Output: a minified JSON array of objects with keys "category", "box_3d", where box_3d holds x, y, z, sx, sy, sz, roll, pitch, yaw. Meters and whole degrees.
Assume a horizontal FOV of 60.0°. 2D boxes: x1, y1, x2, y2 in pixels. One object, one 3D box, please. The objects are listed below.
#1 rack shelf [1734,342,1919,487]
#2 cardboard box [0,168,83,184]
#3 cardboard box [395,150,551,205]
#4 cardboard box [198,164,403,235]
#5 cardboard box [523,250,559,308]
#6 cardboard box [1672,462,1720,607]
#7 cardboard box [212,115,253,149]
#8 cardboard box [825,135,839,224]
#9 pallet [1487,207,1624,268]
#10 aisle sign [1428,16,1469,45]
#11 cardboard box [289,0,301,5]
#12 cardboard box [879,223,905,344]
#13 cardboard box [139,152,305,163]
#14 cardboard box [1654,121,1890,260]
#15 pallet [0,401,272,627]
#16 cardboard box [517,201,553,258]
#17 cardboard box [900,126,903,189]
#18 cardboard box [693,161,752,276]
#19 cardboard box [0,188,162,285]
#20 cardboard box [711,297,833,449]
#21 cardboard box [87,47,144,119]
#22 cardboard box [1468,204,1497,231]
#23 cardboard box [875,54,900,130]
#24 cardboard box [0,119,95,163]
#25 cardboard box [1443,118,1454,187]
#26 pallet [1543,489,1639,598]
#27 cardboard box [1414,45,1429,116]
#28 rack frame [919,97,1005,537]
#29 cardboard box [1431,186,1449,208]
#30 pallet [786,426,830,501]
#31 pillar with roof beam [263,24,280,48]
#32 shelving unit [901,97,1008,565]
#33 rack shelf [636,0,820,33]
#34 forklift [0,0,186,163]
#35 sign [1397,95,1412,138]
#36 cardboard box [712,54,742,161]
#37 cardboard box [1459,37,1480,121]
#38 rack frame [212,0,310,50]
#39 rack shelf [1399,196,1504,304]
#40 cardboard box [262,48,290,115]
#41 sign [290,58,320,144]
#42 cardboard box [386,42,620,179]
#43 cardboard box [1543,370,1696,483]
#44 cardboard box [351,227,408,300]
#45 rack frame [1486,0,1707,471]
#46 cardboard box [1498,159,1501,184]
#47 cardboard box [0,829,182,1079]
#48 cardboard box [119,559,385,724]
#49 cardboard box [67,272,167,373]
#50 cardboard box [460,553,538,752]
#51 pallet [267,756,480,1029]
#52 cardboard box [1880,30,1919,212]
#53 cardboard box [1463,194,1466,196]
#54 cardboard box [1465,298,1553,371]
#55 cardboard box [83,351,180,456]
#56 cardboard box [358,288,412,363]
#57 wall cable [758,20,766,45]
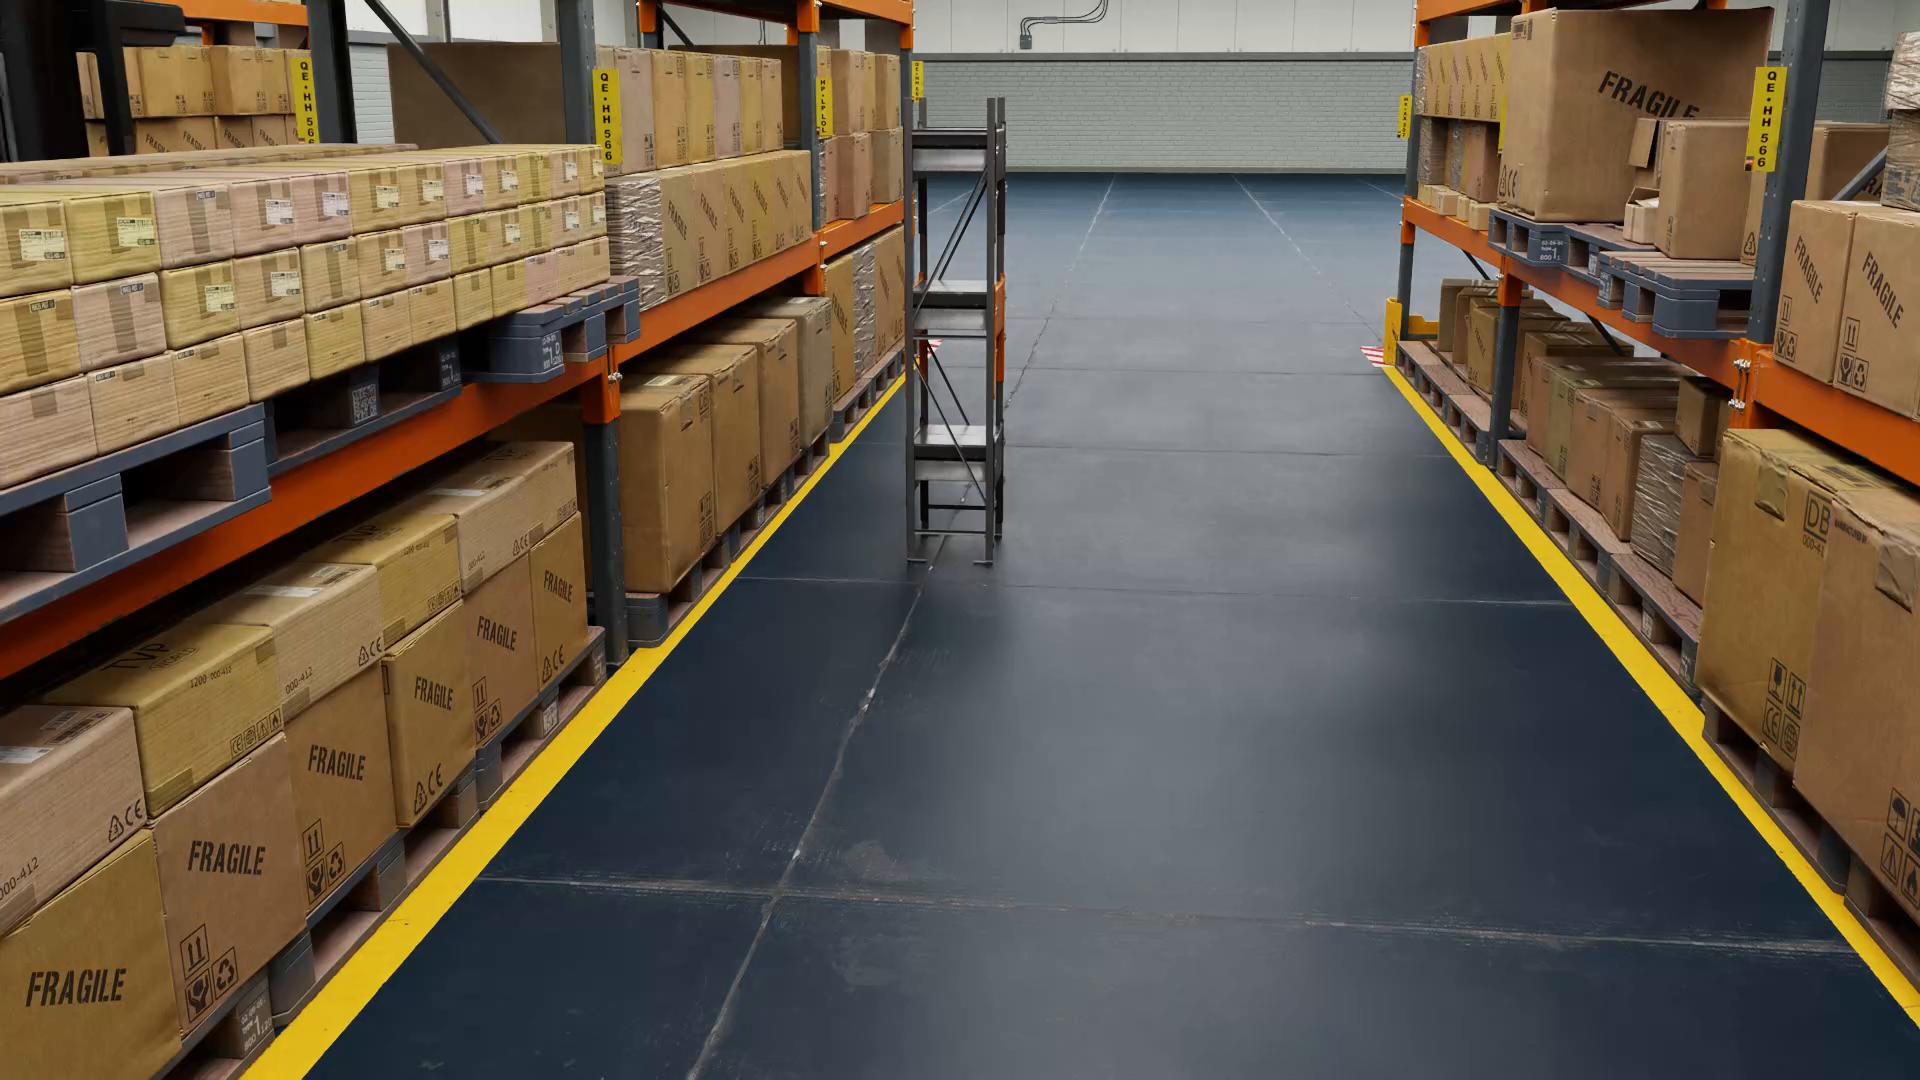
[{"category":"rack shelf","box_3d":[2.904,0.052,3.603,1.077,0.370,4.000,2,15,6]},{"category":"cardboard box","box_3d":[-2.240,-0.766,3.785,0.380,0.149,0.250,1,15,4]},{"category":"cardboard box","box_3d":[-1.447,-1.082,4.953,0.380,0.149,0.250,2,15,8]},{"category":"cardboard box","box_3d":[-1.566,-0.812,3.955,0.380,0.149,0.250,2,15,8]},{"category":"cardboard box","box_3d":[-1.445,-0.796,5.035,0.380,0.149,0.250,2,15,7]},{"category":"cardboard box","box_3d":[3.185,0.005,6.341,0.700,0.500,0.500,1,15,3]},{"category":"cardboard box","box_3d":[-5.723,-2.965,12.619,0.500,0.500,0.500,2,15,6]},{"category":"cardboard box","box_3d":[-1.267,-2.336,10.767,0.875,0.550,0.550,2,15,6]},{"category":"pallet","box_3d":[3.350,-1.565,8.572,1.003,0.211,1.213,2,15,6]},{"category":"aisle sign","box_3d":[3.741,-4.169,12.854,0.394,0.787,0.004,2,15,6]},{"category":"cardboard box","box_3d":[-5.577,-4.407,13.449,0.380,0.149,0.250,2,15,7]},{"category":"cardboard box","box_3d":[-0.896,-2.061,13.303,0.875,0.875,0.875,2,15,7]},{"category":"cardboard box","box_3d":[-2.122,-1.039,4.796,0.380,0.149,0.250,1,15,4]},{"category":"cardboard box","box_3d":[3.114,-1.354,6.428,0.700,0.500,0.500,4,16,15]},{"category":"pallet","box_3d":[-2.008,-0.051,2.970,1.003,0.211,1.213,2,15,6]},{"category":"cardboard box","box_3d":[-1.446,-0.933,4.972,0.380,0.149,0.250,2,15,8]},{"category":"cardboard box","box_3d":[-0.882,-3.036,13.358,0.875,0.550,0.550,2,15,6]},{"category":"cardboard box","box_3d":[-1.298,-1.535,7.902,0.500,0.500,0.500,2,15,6]},{"category":"cardboard box","box_3d":[-1.681,-0.545,2.970,0.380,0.149,0.250,2,15,7]},{"category":"cardboard box","box_3d":[-1.317,-0.977,9.535,1.050,0.750,0.750,2,15,6]},{"category":"cardboard box","box_3d":[-5.922,-3.058,11.047,0.700,0.500,0.500,2,15,7]},{"category":"cardboard box","box_3d":[3.356,-1.991,10.259,0.380,0.149,0.250,2,15,6]},{"category":"cardboard box","box_3d":[-0.936,-3.415,12.688,0.875,0.550,0.550,2,15,6]},{"category":"cardboard box","box_3d":[-5.939,-2.442,10.683,0.500,0.500,0.500,2,15,6]},{"category":"cardboard box","box_3d":[4.005,-2.806,12.032,0.875,0.500,0.500,2,15,6]},{"category":"pallet","box_3d":[3.359,0.013,7.708,1.003,0.211,1.213,2,15,6]},{"category":"cardboard box","box_3d":[3.699,-3.429,12.421,0.500,0.500,0.500,2,15,6]},{"category":"rack frame","box_3d":[0.009,-1.034,7.963,0.400,2.100,0.015,2,15,6]},{"category":"cardboard box","box_3d":[3.665,-2.507,12.168,0.380,0.149,0.250,2,15,6]},{"category":"pallet","box_3d":[-1.348,-0.476,9.517,1.003,0.211,1.213,2,15,6]},{"category":"pillar with roof beam","box_3d":[-6.090,-9.054,24.406,9.100,9.000,0.400,2,15,6]},{"category":"shelving unit","box_3d":[-0.019,-0.971,7.729,0.431,2.100,0.503,2,15,6]},{"category":"rack shelf","box_3d":[-1.562,-2.606,7.685,1.077,0.370,4.000,2,15,6]},{"category":"forklift","box_3d":[-4.019,-1.287,7.306,1.130,2.935,3.031,0,15,-1]},{"category":"sign","box_3d":[3.493,-3.323,13.047,0.100,0.325,0.005,2,15,6]},{"category":"cardboard box","box_3d":[-1.500,-2.162,8.303,0.700,0.500,0.500,2,15,7]},{"category":"cardboard box","box_3d":[3.470,-2.911,10.503,0.500,0.500,0.500,2,15,6]},{"category":"rack frame","box_3d":[-5.815,-3.181,14.180,1.000,3.000,0.127,2,15,6]},{"category":"rack shelf","box_3d":[3.806,-2.023,11.276,1.077,0.370,4.000,2,15,6]},{"category":"cardboard box","box_3d":[-5.720,-3.586,13.000,0.700,0.500,0.500,2,15,7]},{"category":"sign","box_3d":[-2.339,-1.561,5.971,0.100,0.325,0.005,2,15,6]},{"category":"cardboard box","box_3d":[-1.727,-1.634,6.351,0.700,0.500,0.500,2,15,6]},{"category":"cardboard box","box_3d":[3.417,-0.576,8.491,0.700,0.500,0.500,2,15,6]},{"category":"cardboard box","box_3d":[-1.563,-0.669,3.995,0.380,0.149,0.250,1,15,5]},{"category":"rack frame","box_3d":[3.581,-1.852,9.264,1.000,3.000,0.127,2,15,6]},{"category":"cardboard box","box_3d":[3.784,-2.287,10.113,0.875,0.500,0.500,2,15,6]},{"category":"cardboard box","box_3d":[-1.892,0.871,3.179,0.500,0.500,0.500,2,15,8]},{"category":"cardboard box","box_3d":[-1.774,0.238,4.081,0.500,0.250,0.500,2,15,8]},{"category":"cardboard box","box_3d":[-1.682,-0.397,2.991,0.380,0.149,0.250,2,15,8]},{"category":"cardboard box","box_3d":[-1.664,0.330,5.179,0.500,0.500,0.500,2,15,9]},{"category":"pallet","box_3d":[-2.017,0.878,4.512,1.003,0.211,1.213,2,15,6]},{"category":"cardboard box","box_3d":[3.031,-1.158,4.584,0.797,0.503,0.637,2,15,8]},{"category":"cardboard box","box_3d":[3.601,-2.246,11.204,0.380,0.149,0.250,2,15,6]},{"category":"cardboard box","box_3d":[3.822,-1.406,11.600,0.500,0.500,0.500,3,15,11]},{"category":"cardboard box","box_3d":[-1.680,-0.256,3.040,0.380,0.149,0.250,2,15,7]},{"category":"cardboard box","box_3d":[-1.564,-0.523,4.028,0.380,0.149,0.250,1,15,4]},{"category":"wall cable","box_3d":[-6.690,-13.075,45.227,3.097,2.526,0.112,2,15,6]}]
